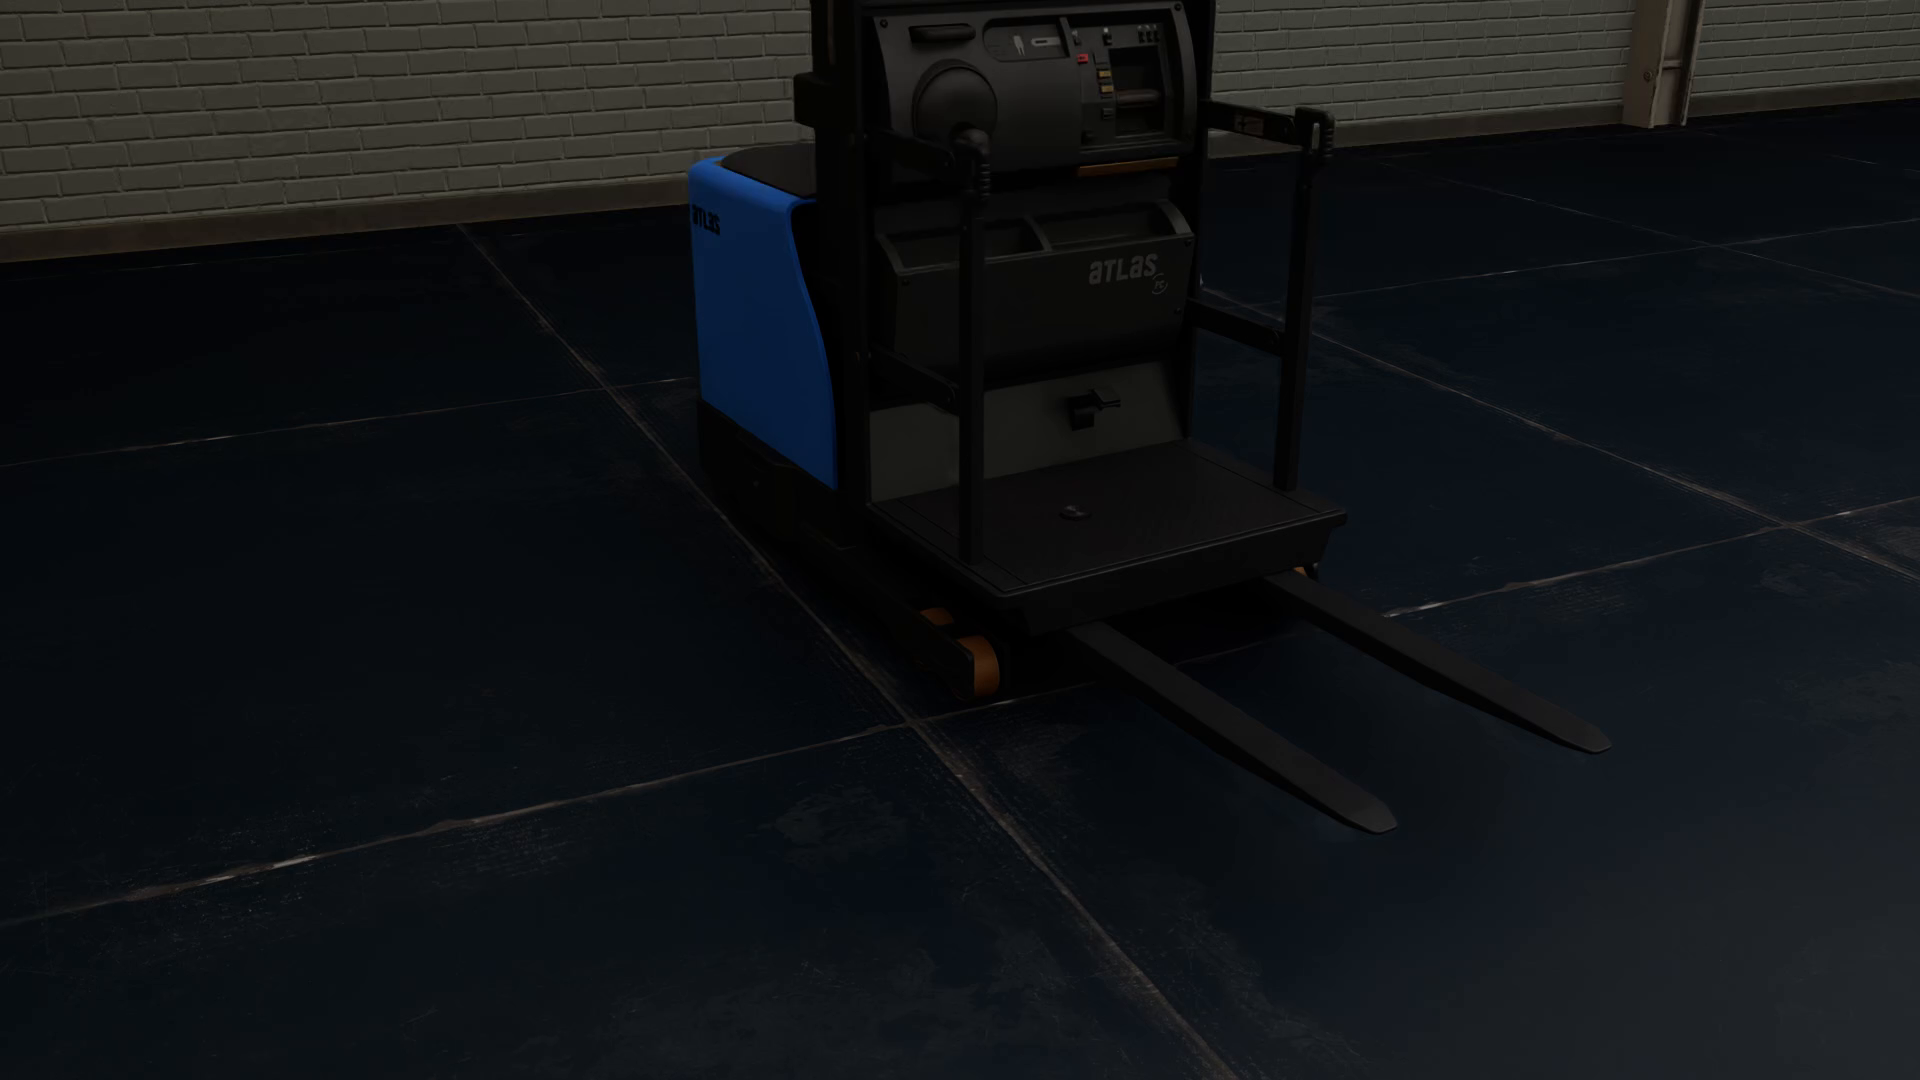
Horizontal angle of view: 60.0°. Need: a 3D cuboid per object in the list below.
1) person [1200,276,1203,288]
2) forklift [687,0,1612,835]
[{"bbox_3d":[0.854,-2.009,7.663,0.592,1.746,0.442,6,23,13],"label":"person"},{"bbox_3d":[0.318,-1.153,4.061,1.130,2.935,3.031,-13,26,-28],"label":"forklift"}]
